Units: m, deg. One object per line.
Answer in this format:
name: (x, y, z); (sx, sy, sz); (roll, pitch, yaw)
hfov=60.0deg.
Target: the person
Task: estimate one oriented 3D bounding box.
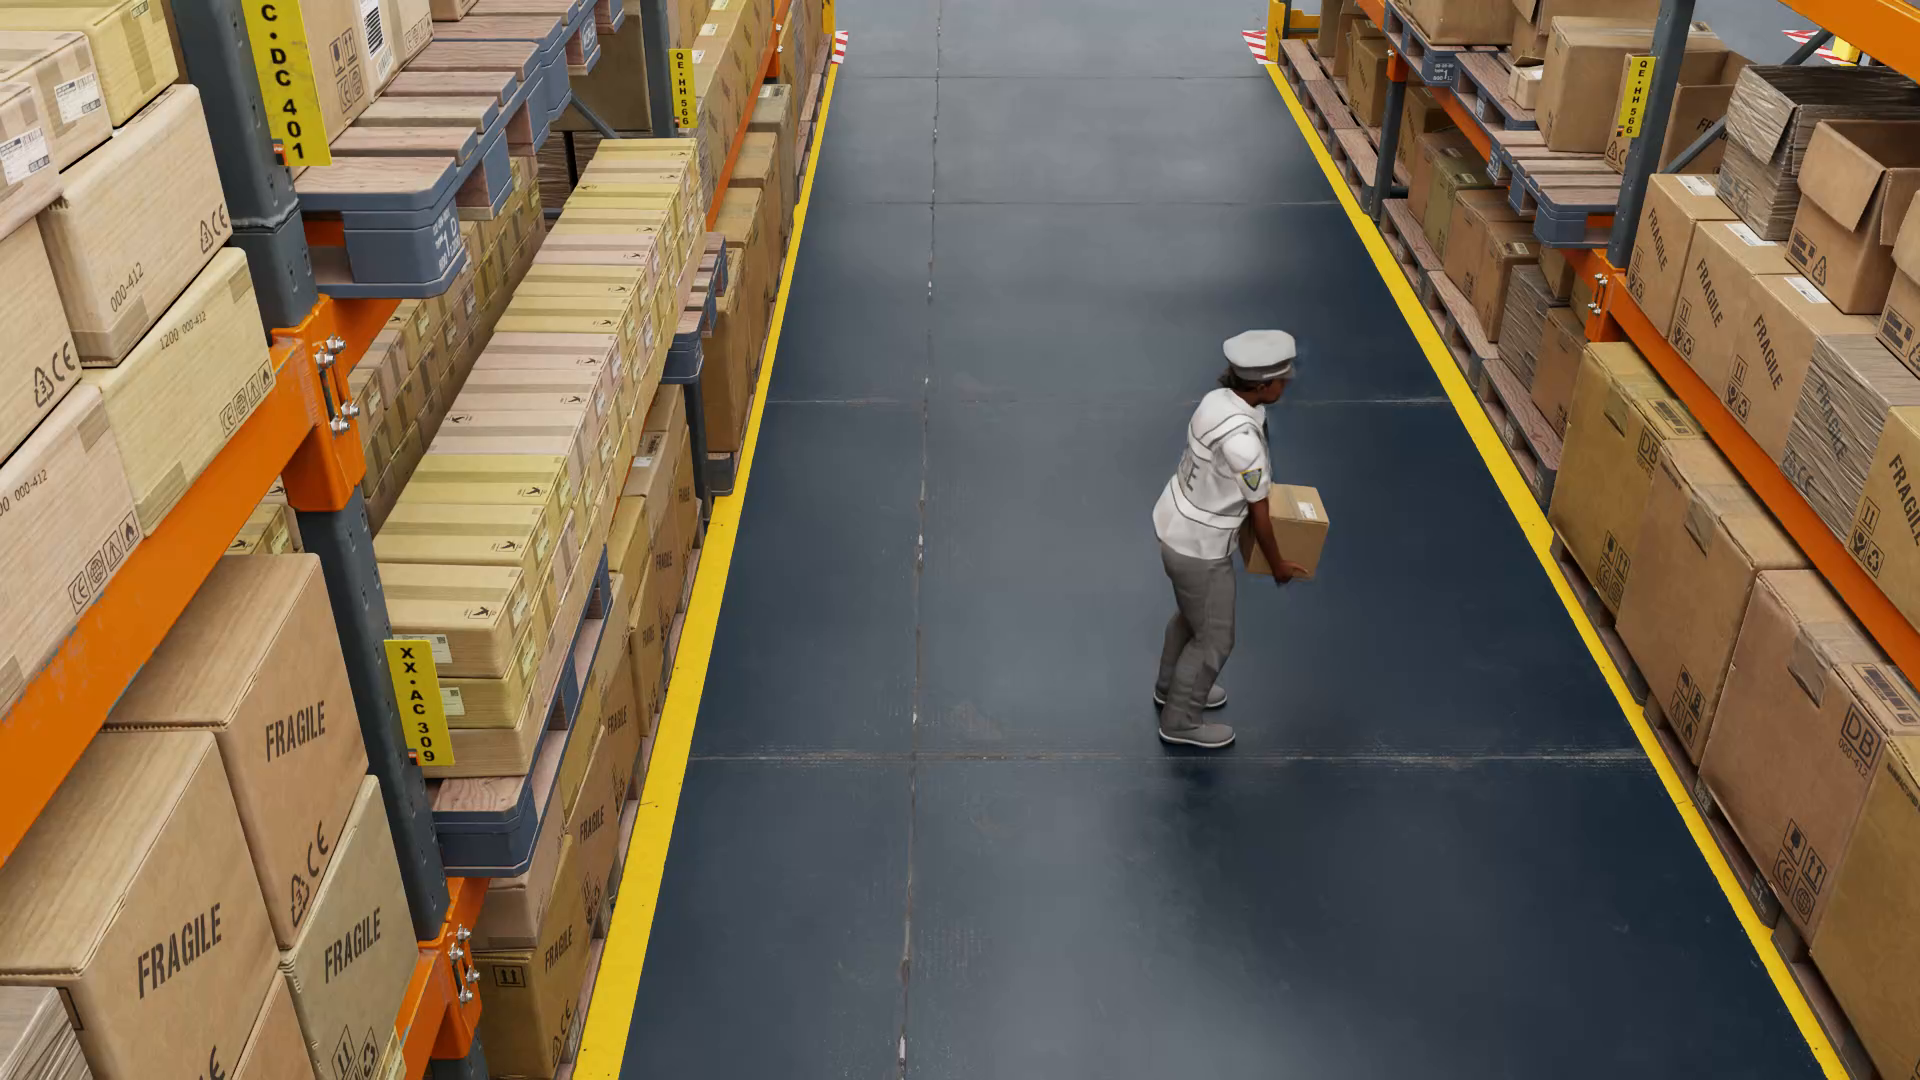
person: (0.986, 0.010, 6.146); (0.552, 1.645, 0.415); (-1, 32, -1)
